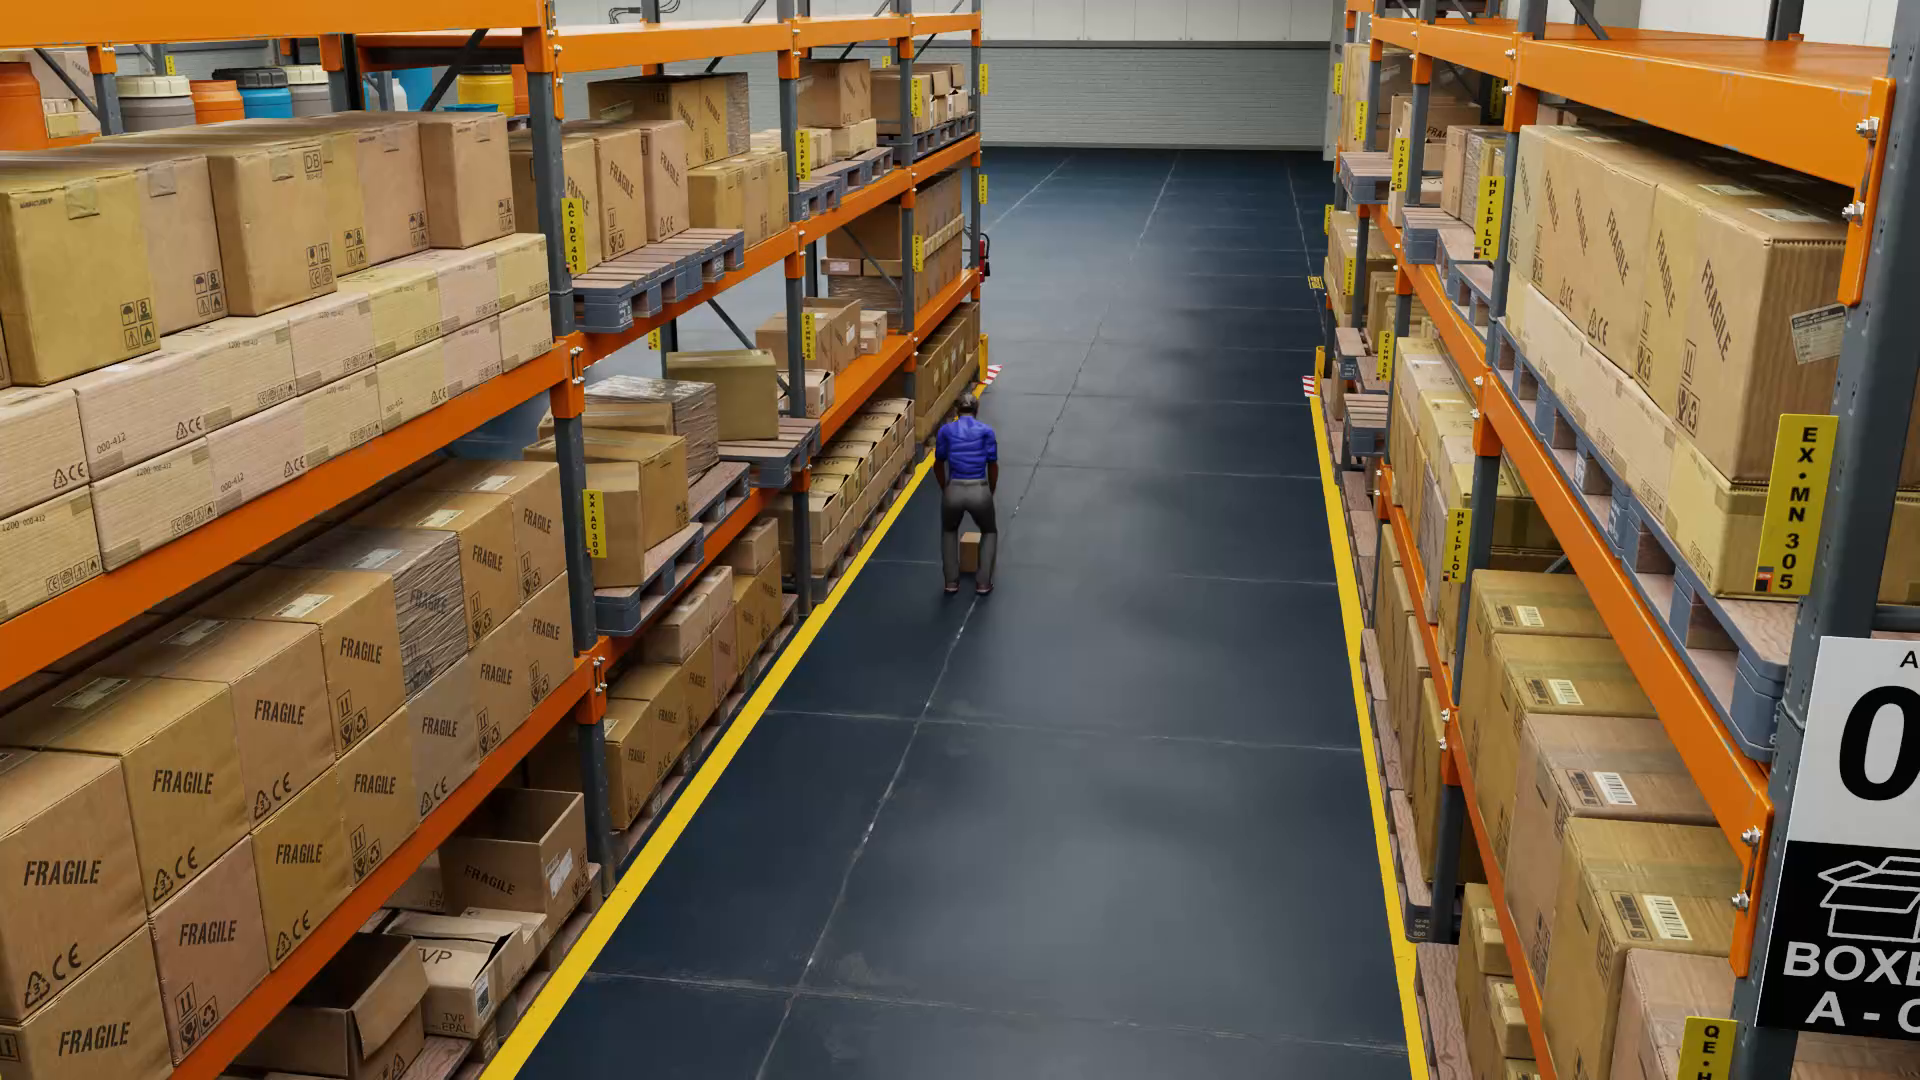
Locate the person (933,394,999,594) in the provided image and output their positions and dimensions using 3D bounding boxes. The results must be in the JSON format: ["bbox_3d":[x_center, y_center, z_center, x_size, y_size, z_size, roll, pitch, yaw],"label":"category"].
[{"bbox_3d":[0.035,-0.332,12.417,0.490,1.465,0.556,3,18,9],"label":"person"}]
